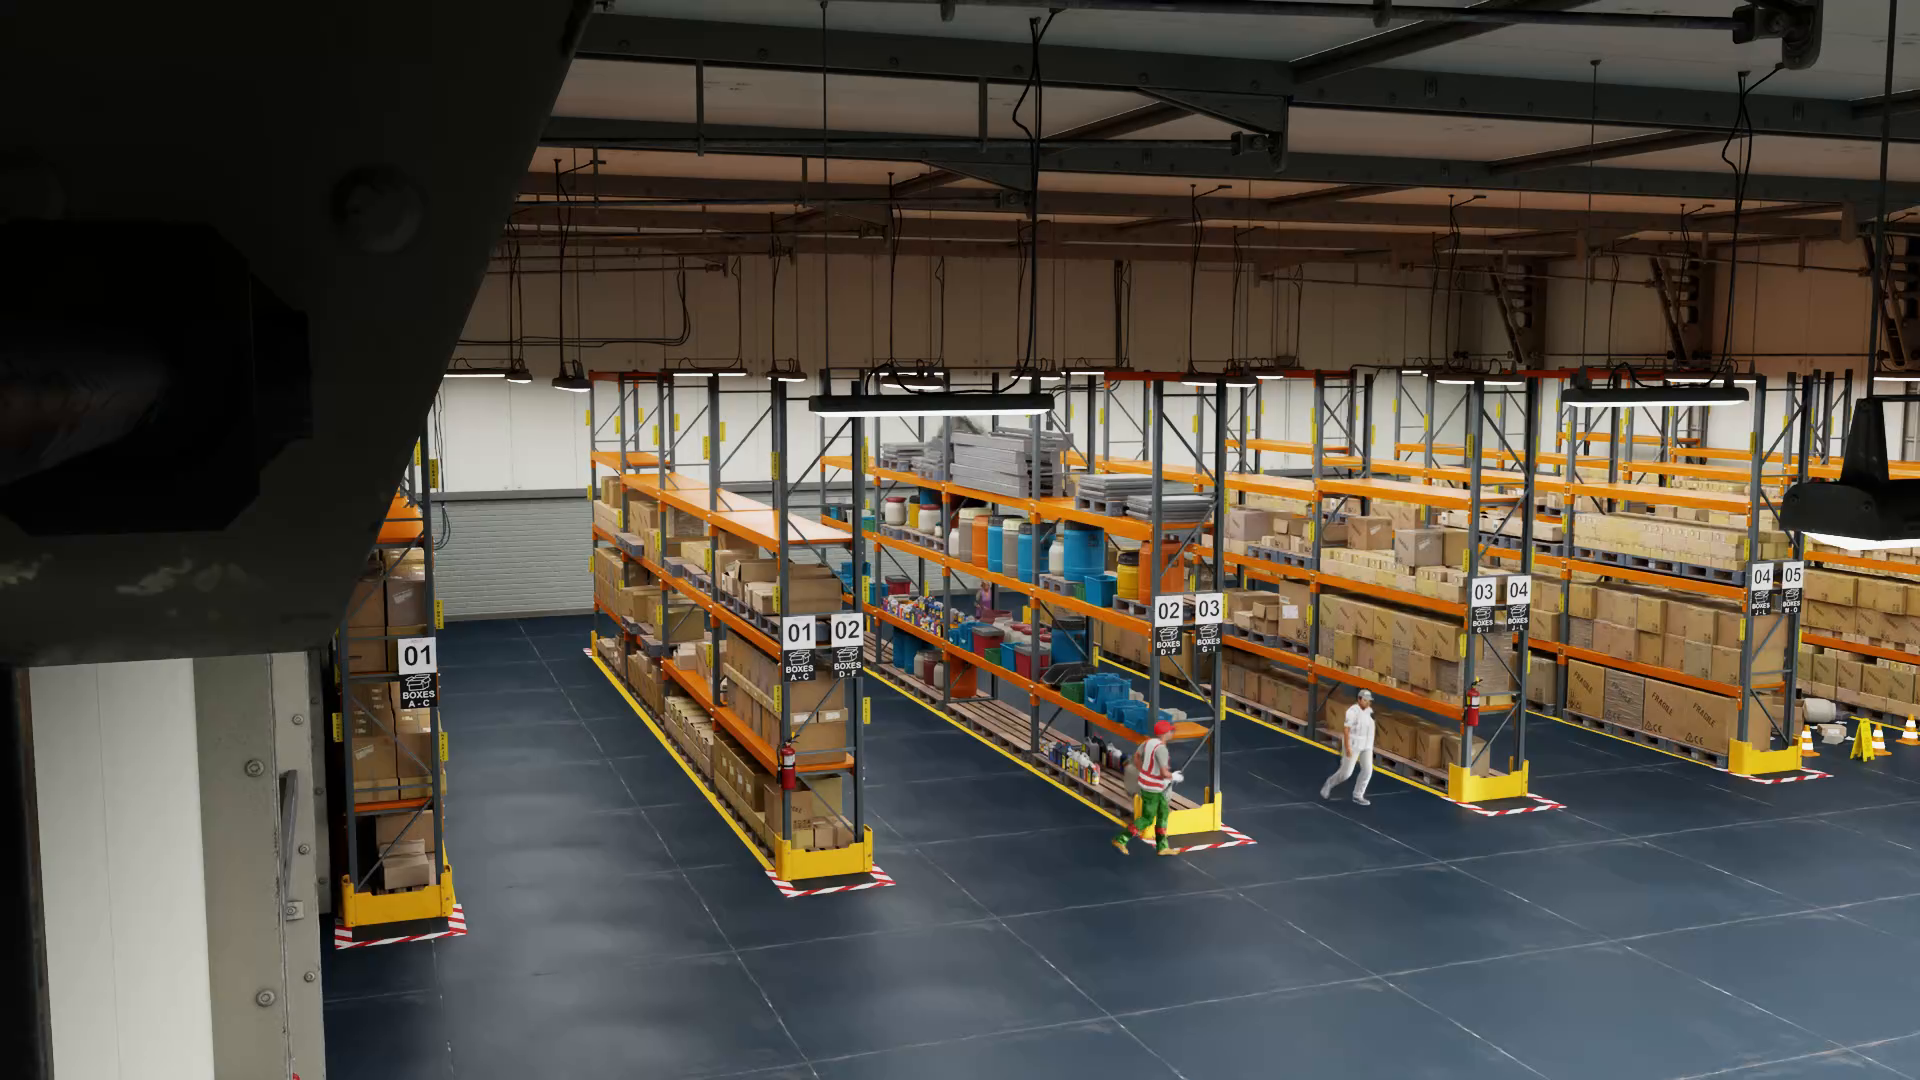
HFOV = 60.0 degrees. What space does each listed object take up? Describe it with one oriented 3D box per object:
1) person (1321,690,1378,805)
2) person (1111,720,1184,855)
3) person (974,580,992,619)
[{"bbox_3d":[5.496,2.898,23.425,0.641,1.631,0.629,-3,7,-26],"label":"person"},{"bbox_3d":[2.347,3.135,20.907,0.925,1.752,0.660,-1,6,-8],"label":"person"},{"bbox_3d":[0.493,1.617,35.168,0.503,1.607,0.851,-3,7,-25],"label":"person"}]
